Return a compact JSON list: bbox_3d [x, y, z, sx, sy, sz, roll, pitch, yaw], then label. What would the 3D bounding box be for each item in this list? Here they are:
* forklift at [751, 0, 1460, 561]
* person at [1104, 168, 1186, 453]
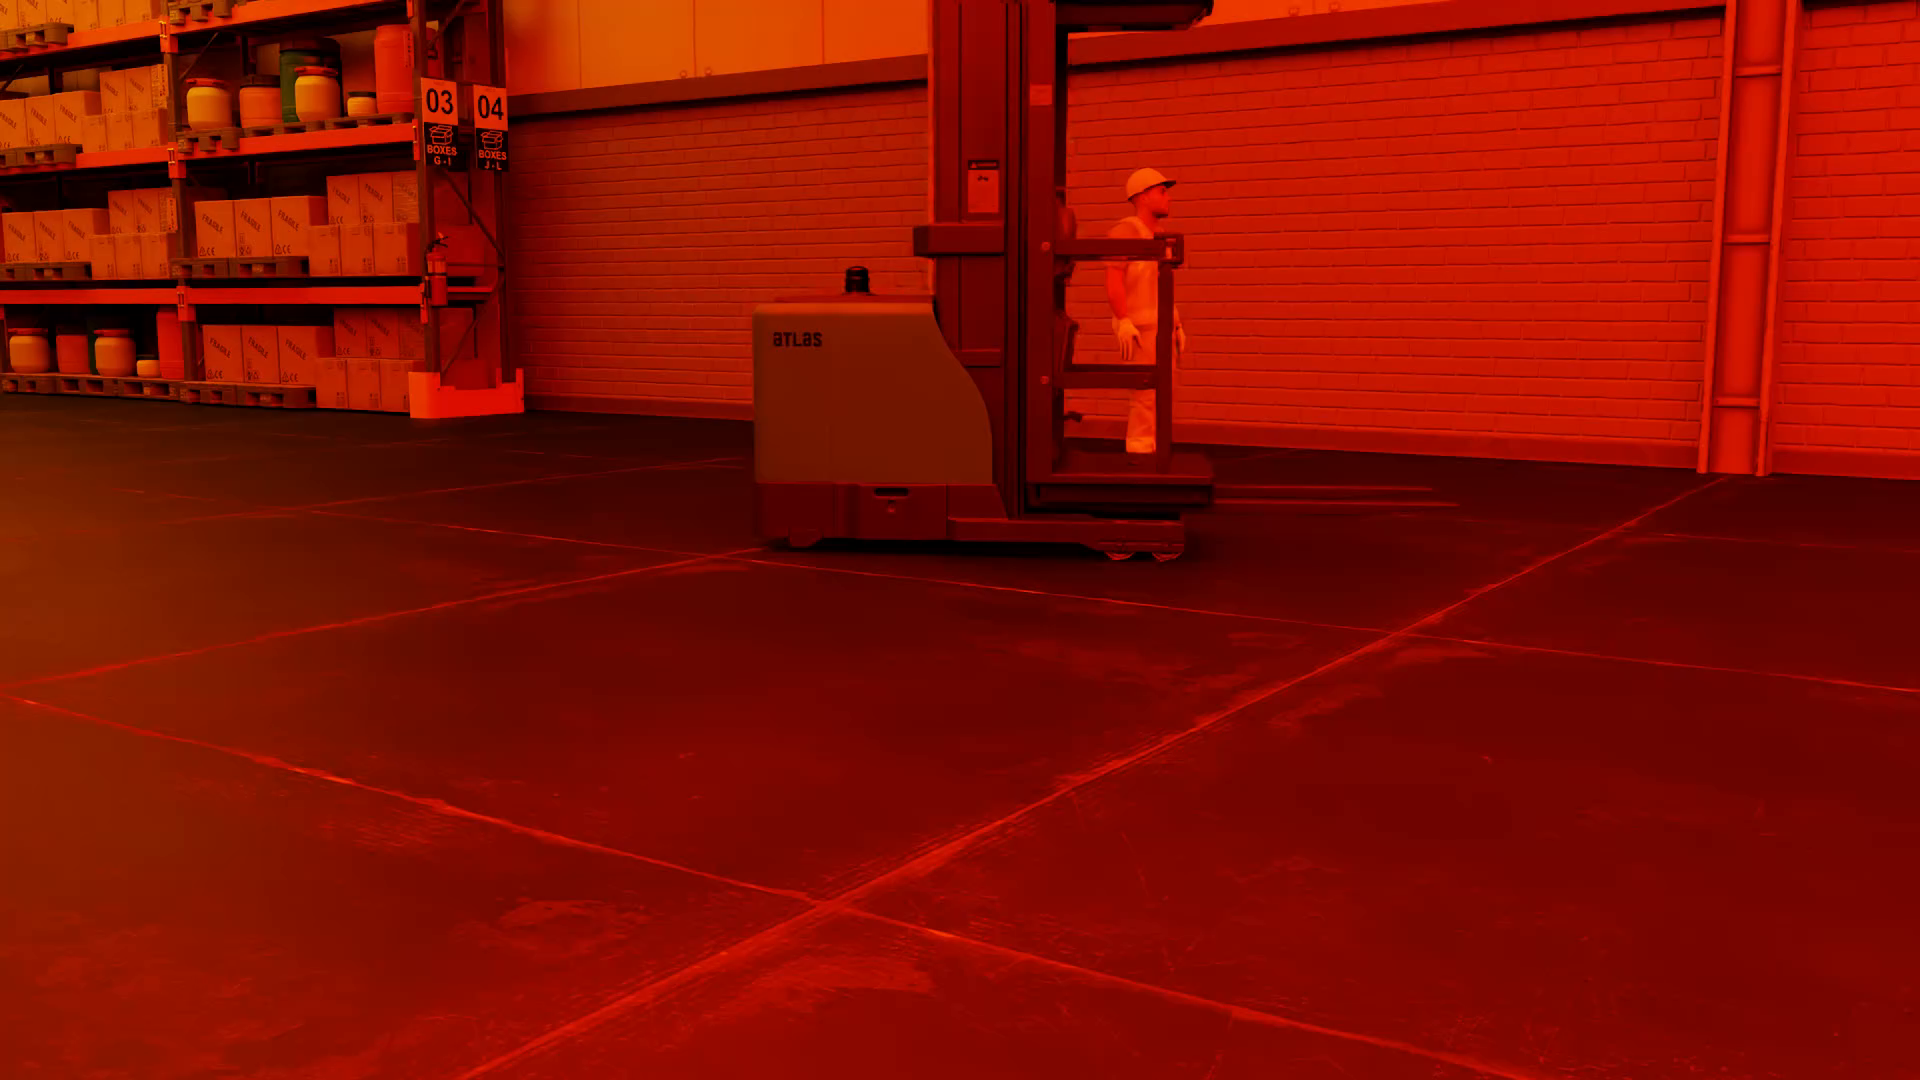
[{"bbox_3d":[0.644,-1.443,7.341,3.031,2.935,1.130,1,8,6],"label":"forklift"},{"bbox_3d":[1.083,-1.107,9.002,0.542,1.793,0.647,5,10,34],"label":"person"}]
